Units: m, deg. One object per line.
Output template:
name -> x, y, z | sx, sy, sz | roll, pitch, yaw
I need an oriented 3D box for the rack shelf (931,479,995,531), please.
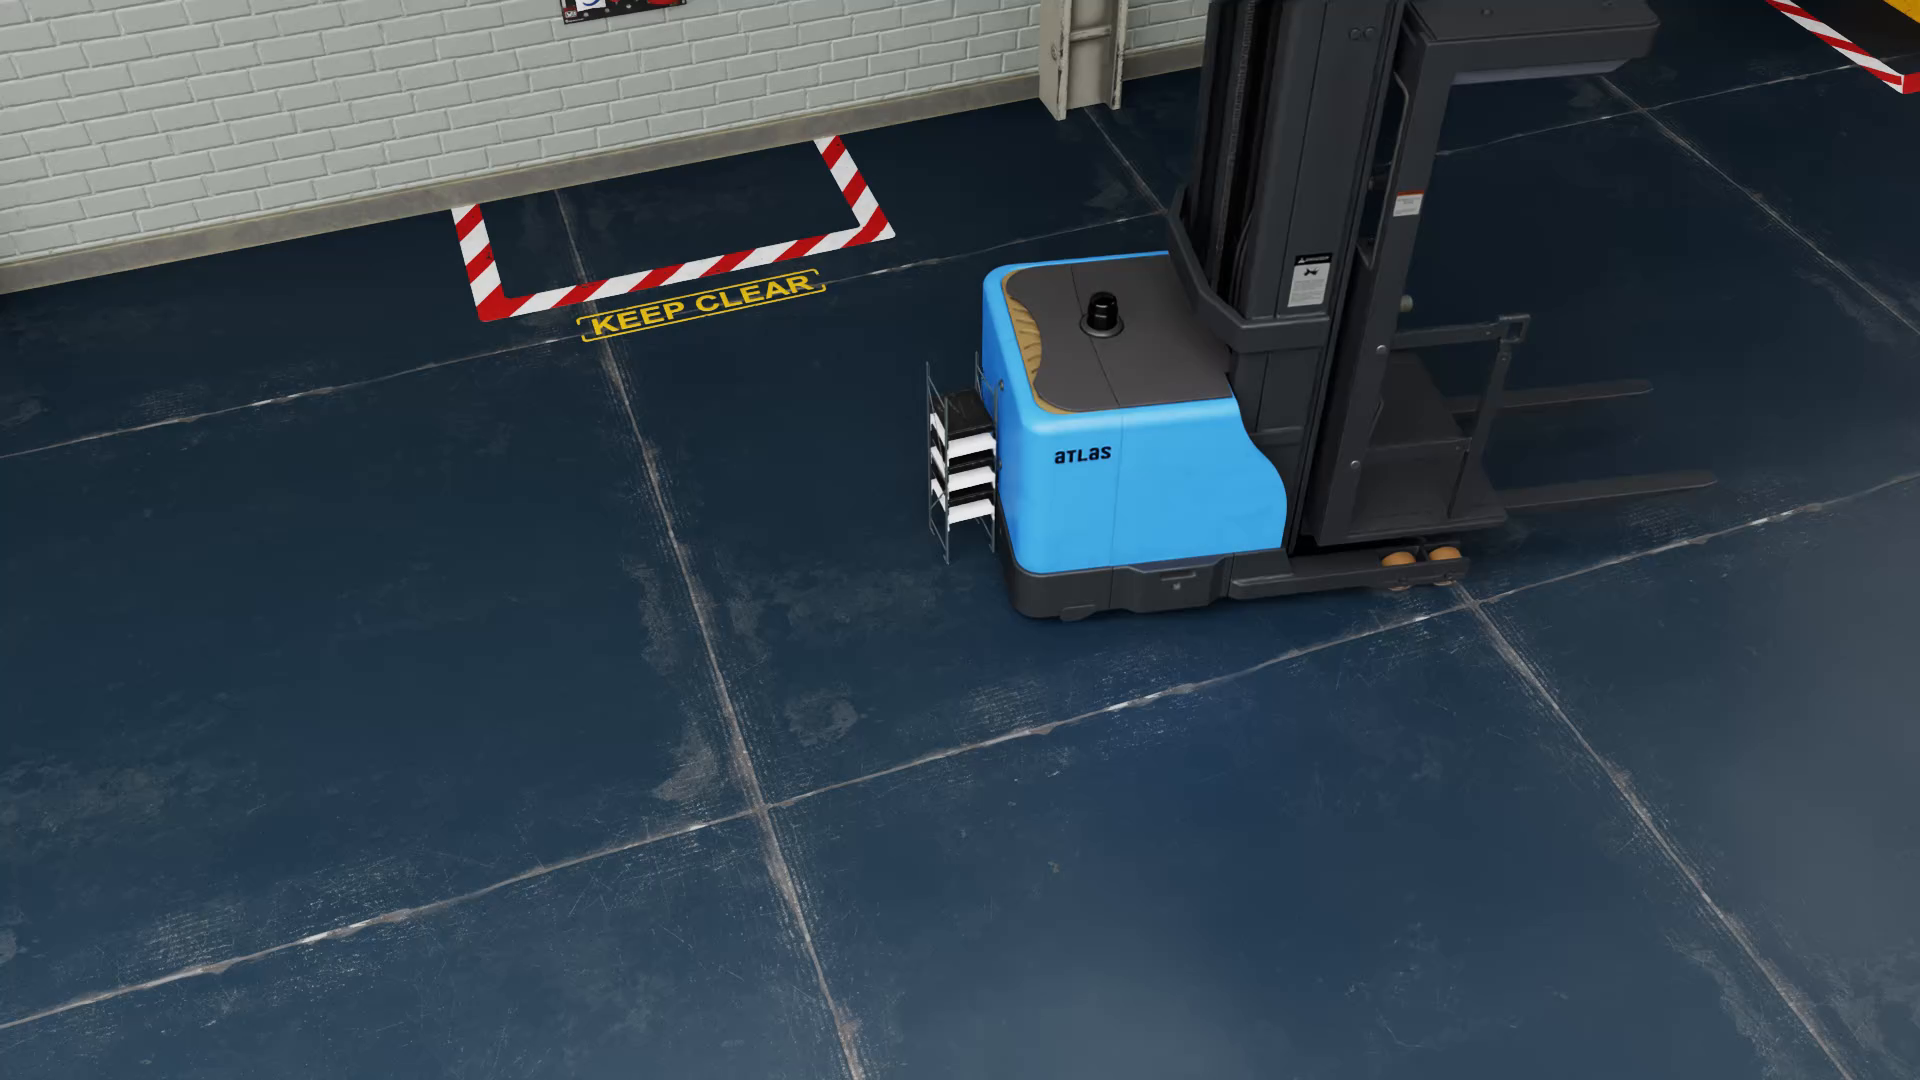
rack shelf -> 0.006, -0.169, 6.894 | 0.200, 0.077, 0.258 | -14, 47, -13

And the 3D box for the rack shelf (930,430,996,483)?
rack shelf -> 0.006, -0.360, 6.702 | 0.200, 0.077, 0.258 | -14, 47, -13

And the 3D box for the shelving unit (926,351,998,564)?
shelving unit -> 0.006, -0.320, 6.742 | 0.210, 0.900, 0.258 | -14, 47, -13

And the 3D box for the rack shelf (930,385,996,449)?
rack shelf -> 0.007, -0.487, 6.575 | 0.200, 0.077, 0.258 | -14, 47, -13

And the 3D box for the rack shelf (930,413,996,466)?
rack shelf -> 0.006, -0.423, 6.639 | 0.200, 0.077, 0.258 | -14, 47, -13

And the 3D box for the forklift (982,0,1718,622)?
forklift -> 1.641, -1.192, 6.178 | 3.031, 2.935, 1.130 | -6, 45, -6

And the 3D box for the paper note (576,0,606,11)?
paper note -> -1.843, -2.712, 8.266 | 0.142, 0.148, 0.016 | -14, 47, -14

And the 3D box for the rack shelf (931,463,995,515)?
rack shelf -> 0.006, -0.233, 6.830 | 0.200, 0.077, 0.258 | -14, 47, -13

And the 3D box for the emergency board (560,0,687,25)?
emergency board -> -1.653, -3.019, 7.951 | 0.643, 1.169, 0.194 | -14, 47, -14

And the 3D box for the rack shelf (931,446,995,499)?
rack shelf -> 0.006, -0.296, 6.766 | 0.200, 0.077, 0.258 | -14, 47, -13

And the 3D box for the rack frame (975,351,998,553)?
rack frame -> 0.102, -0.343, 6.766 | 0.006, 0.900, 0.240 | -14, 47, -13

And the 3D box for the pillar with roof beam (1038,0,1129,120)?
pillar with roof beam -> 2.146, -2.838, 3.535 | 0.400, 9.000, 9.100 | -14, 47, -14

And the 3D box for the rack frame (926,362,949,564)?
rack frame -> -0.090, -0.296, 6.719 | 0.006, 0.900, 0.240 | -14, 47, -13
